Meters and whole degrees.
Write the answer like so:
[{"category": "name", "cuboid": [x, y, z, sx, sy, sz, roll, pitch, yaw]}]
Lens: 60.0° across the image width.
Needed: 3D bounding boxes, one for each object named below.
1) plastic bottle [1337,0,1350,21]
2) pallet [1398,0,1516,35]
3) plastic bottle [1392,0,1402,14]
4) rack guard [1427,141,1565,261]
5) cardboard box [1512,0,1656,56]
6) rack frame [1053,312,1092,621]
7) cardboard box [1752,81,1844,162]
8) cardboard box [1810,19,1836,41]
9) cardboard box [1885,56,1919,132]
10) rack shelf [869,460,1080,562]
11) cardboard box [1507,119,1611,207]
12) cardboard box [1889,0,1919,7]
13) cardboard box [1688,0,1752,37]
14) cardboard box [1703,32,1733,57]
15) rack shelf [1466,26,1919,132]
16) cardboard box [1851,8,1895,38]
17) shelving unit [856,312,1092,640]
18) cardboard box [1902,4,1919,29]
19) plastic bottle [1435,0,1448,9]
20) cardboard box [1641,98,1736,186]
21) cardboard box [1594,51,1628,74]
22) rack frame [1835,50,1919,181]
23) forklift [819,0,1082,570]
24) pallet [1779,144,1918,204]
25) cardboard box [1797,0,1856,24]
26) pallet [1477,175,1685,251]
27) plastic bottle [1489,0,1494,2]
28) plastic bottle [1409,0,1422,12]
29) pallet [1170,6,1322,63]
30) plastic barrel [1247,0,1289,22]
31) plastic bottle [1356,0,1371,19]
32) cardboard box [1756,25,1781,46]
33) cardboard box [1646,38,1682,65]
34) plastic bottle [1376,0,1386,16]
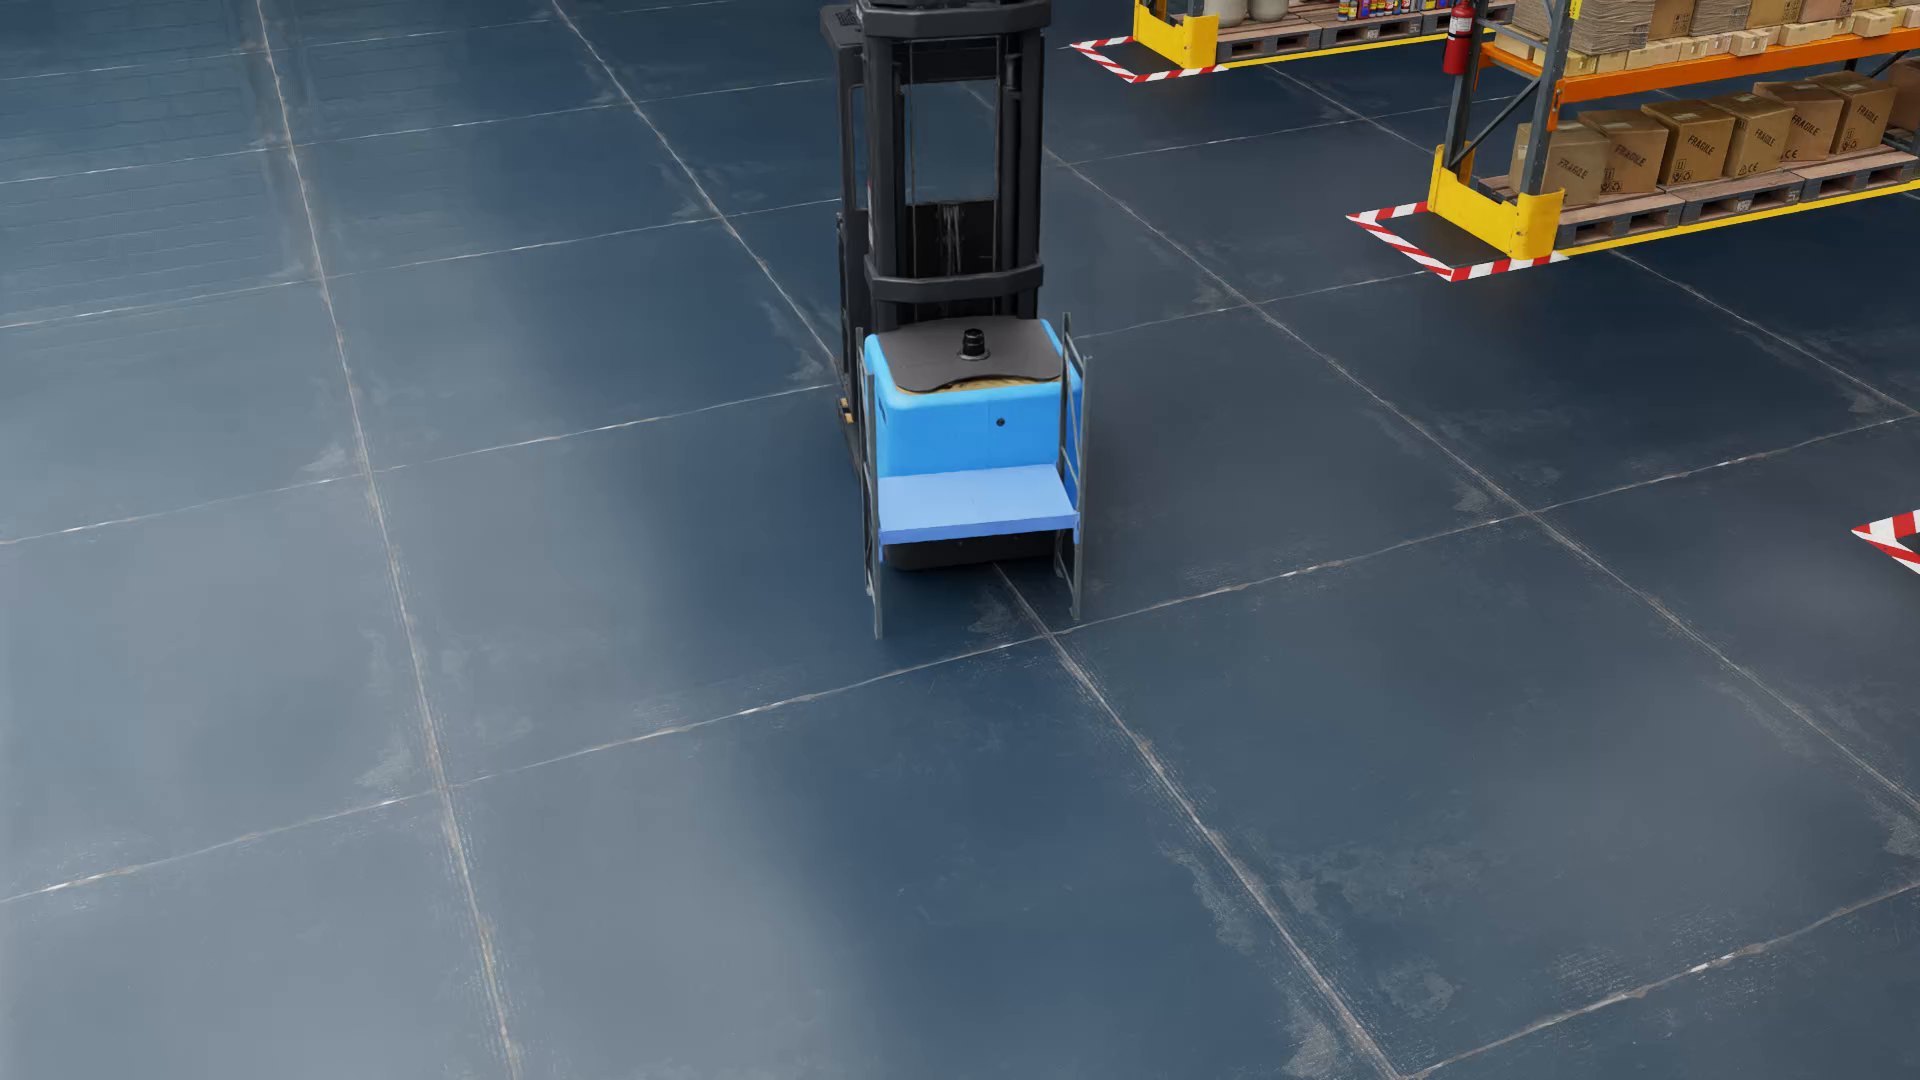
[{"category": "plastic bottle", "cuboid": [3.881, -5.395, 16.808, 0.097, 0.271, 0.097, 0, 33, 0]}, {"category": "pallet", "cuboid": [5.142, -5.683, 17.709, 1.213, 0.211, 1.003, -13, 35, -19]}, {"category": "plastic bottle", "cuboid": [4.477, -5.531, 17.017, 0.097, 0.271, 0.097, 0, 33, 0]}, {"category": "rack guard", "cuboid": [4.077, -2.606, 12.715, 0.348, 0.500, 1.175, -13, 35, -19]}, {"category": "cardboard box", "cuboid": [4.524, -3.907, 12.057, 0.500, 0.500, 0.875, -13, 35, -19]}, {"category": "rack frame", "cuboid": [0.558, -0.348, 8.328, 0.032, 1.500, 0.500, -5, 33, -8]}, {"category": "cardboard box", "cuboid": [6.785, -3.421, 13.583, 0.500, 0.500, 0.500, -2, 33, -4]}, {"category": "cardboard box", "cuboid": [6.438, -3.945, 12.711, 0.250, 0.149, 0.380, -13, 35, -19]}, {"category": "cardboard box", "cuboid": [8.269, -3.738, 14.051, 0.500, 0.500, 0.700, -16, 36, -23]}, {"category": "rack shelf", "cuboid": [0.056, -0.153, 8.357, 1.000, 0.185, 0.538, -5, 33, -8]}, {"category": "cardboard box", "cuboid": [4.589, -2.889, 12.765, 0.500, 0.500, 0.500, -7, 34, -10]}, {"category": "cardboard box", "cuboid": [7.256, -4.585, 13.100, 0.500, 0.500, 0.875, -13, 35, -19]}, {"category": "cardboard box", "cuboid": [5.417, -4.156, 12.441, 0.500, 0.500, 0.875, -13, 35, -19]}, {"category": "cardboard box", "cuboid": [5.512, -3.740, 12.396, 0.250, 0.149, 0.380, -13, 35, -19]}, {"category": "rack shelf", "cuboid": [5.851, -3.758, 12.853, 4.000, 0.370, 1.077, -13, 35, -19]}, {"category": "cardboard box", "cuboid": [6.935, -4.004, 12.802, 0.250, 0.149, 0.380, -13, 35, -19]}, {"category": "shelving unit", "cuboid": [0.056, -0.303, 8.259, 1.048, 1.500, 0.538, -5, 33, -8]}, {"category": "cardboard box", "cuboid": [7.376, -4.136, 13.004, 0.250, 0.149, 0.380, -13, 35, -19]}, {"category": "plastic bottle", "cuboid": [4.984, -5.642, 17.176, 0.133, 0.283, 0.061, -11, 35, -16]}, {"category": "cardboard box", "cuboid": [5.711, -3.155, 13.174, 0.500, 0.500, 0.500, -10, 34, -14]}, {"category": "cardboard box", "cuboid": [4.600, -3.516, 12.051, 0.250, 0.149, 0.380, -13, 35, -19]}, {"category": "rack frame", "cuboid": [7.695, -4.482, 13.306, 0.127, 3.000, 1.000, -13, 35, -19]}, {"category": "forklift", "cuboid": [-0.150, -1.864, 9.345, 1.130, 2.935, 3.031, -6, 34, -10]}, {"category": "pallet", "cuboid": [7.089, -3.154, 13.821, 1.213, 0.211, 1.003, -13, 35, -19]}, {"category": "cardboard box", "cuboid": [6.359, -4.341, 12.724, 0.500, 0.500, 0.875, -13, 35, -19]}, {"category": "pallet", "cuboid": [4.839, -2.639, 13.030, 1.213, 0.211, 1.003, -13, 35, -19]}, {"category": "plastic bottle", "cuboid": [5.563, -5.751, 17.419, 0.097, 0.201, 0.097, 0, 33, 0]}, {"category": "plastic bottle", "cuboid": [4.669, -5.594, 17.108, 0.135, 0.276, 0.152, -12, 35, -18]}, {"category": "pallet", "cuboid": [2.892, -5.168, 16.917, 1.213, 0.211, 1.003, -13, 35, -19]}, {"category": "plastic barrel", "cuboid": [3.129, -5.545, 16.835, 0.421, 0.512, 0.421, 0, 33, 0]}, {"category": "plastic bottle", "cuboid": [4.097, -5.439, 16.864, 0.133, 0.283, 0.061, -12, 35, -18]}, {"category": "cardboard box", "cuboid": [5.961, -3.860, 12.580, 0.250, 0.149, 0.380, -13, 35, -19]}, {"category": "cardboard box", "cuboid": [5.058, -3.624, 12.218, 0.250, 0.149, 0.380, -13, 35, -19]}, {"category": "plastic bottle", "cuboid": [4.290, -5.489, 16.951, 0.097, 0.271, 0.097, 0, 33, 0]}]
